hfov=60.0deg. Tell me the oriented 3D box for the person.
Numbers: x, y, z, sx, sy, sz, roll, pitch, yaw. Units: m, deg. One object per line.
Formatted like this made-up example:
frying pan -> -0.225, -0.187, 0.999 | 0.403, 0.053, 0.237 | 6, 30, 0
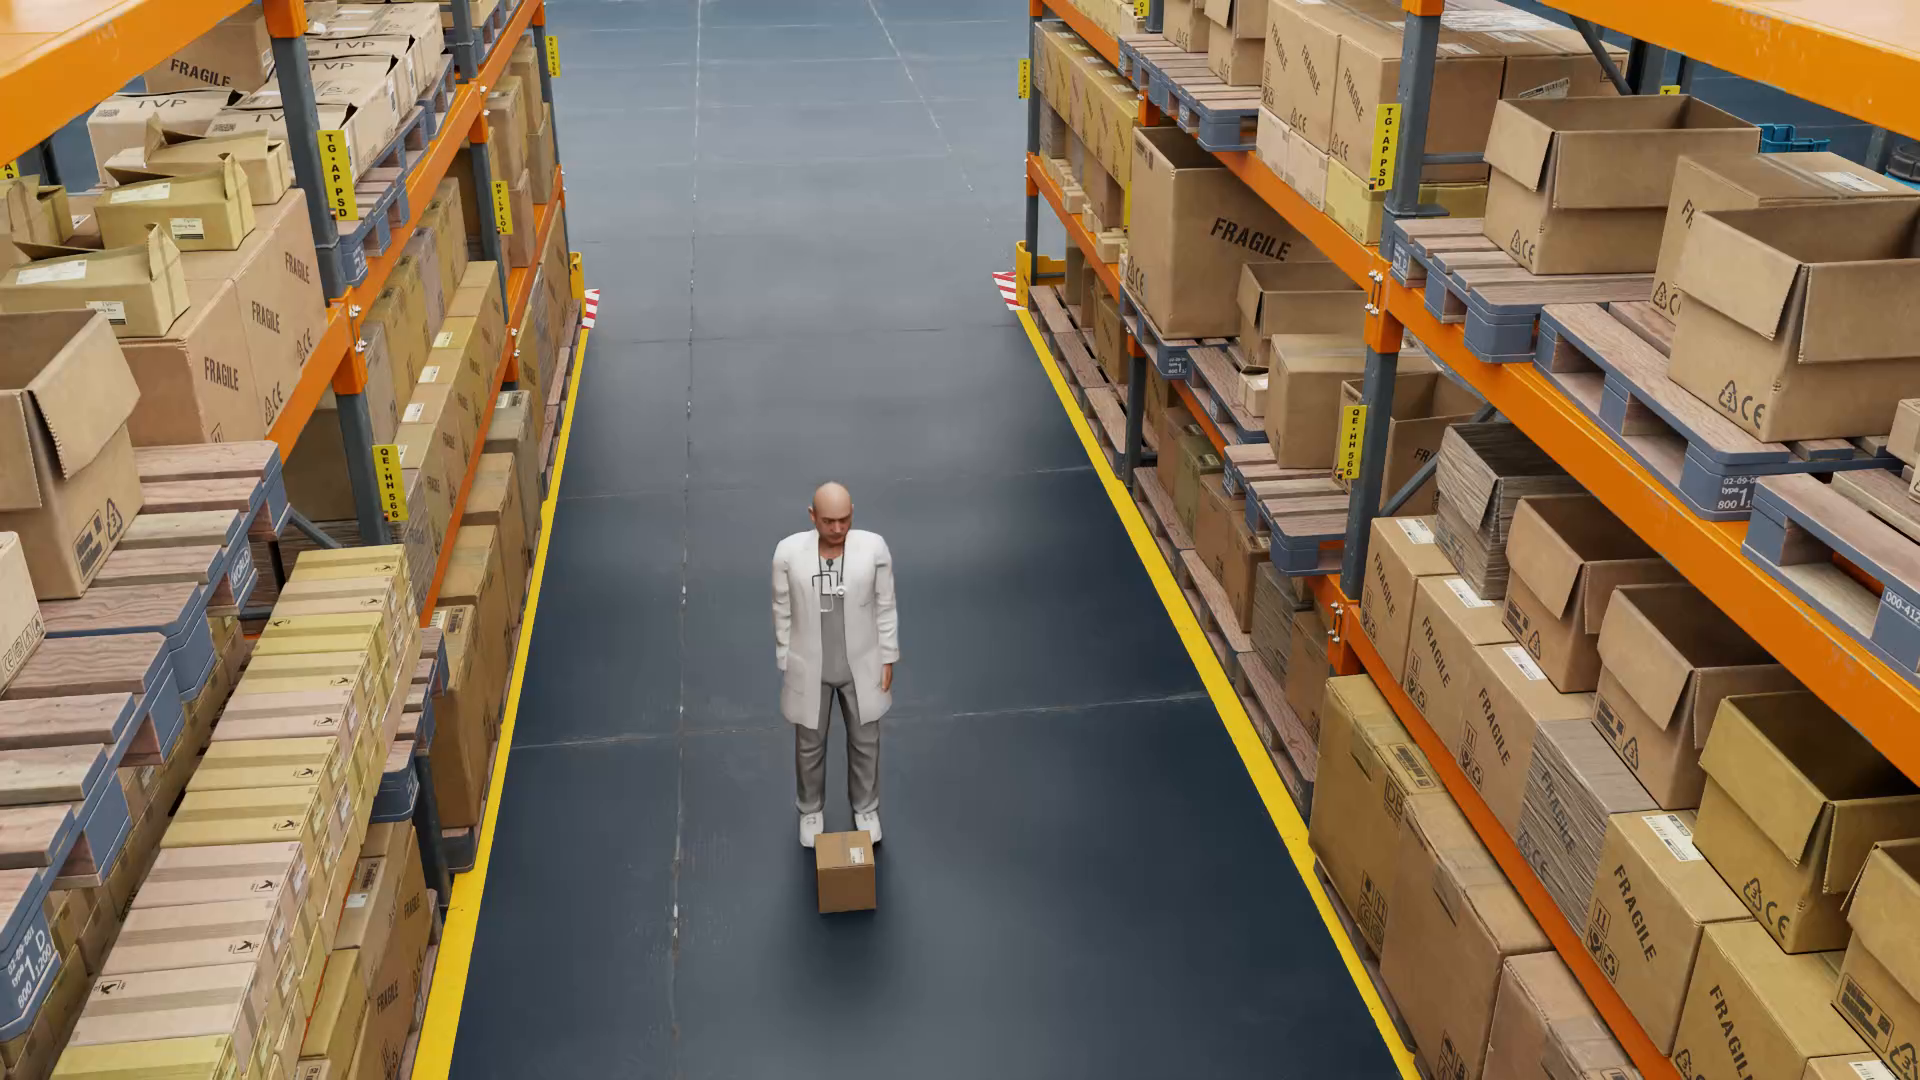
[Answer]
person -> -0.550, 0.570, 7.515 | 0.562, 1.779, 0.388 | -3, 27, -6
